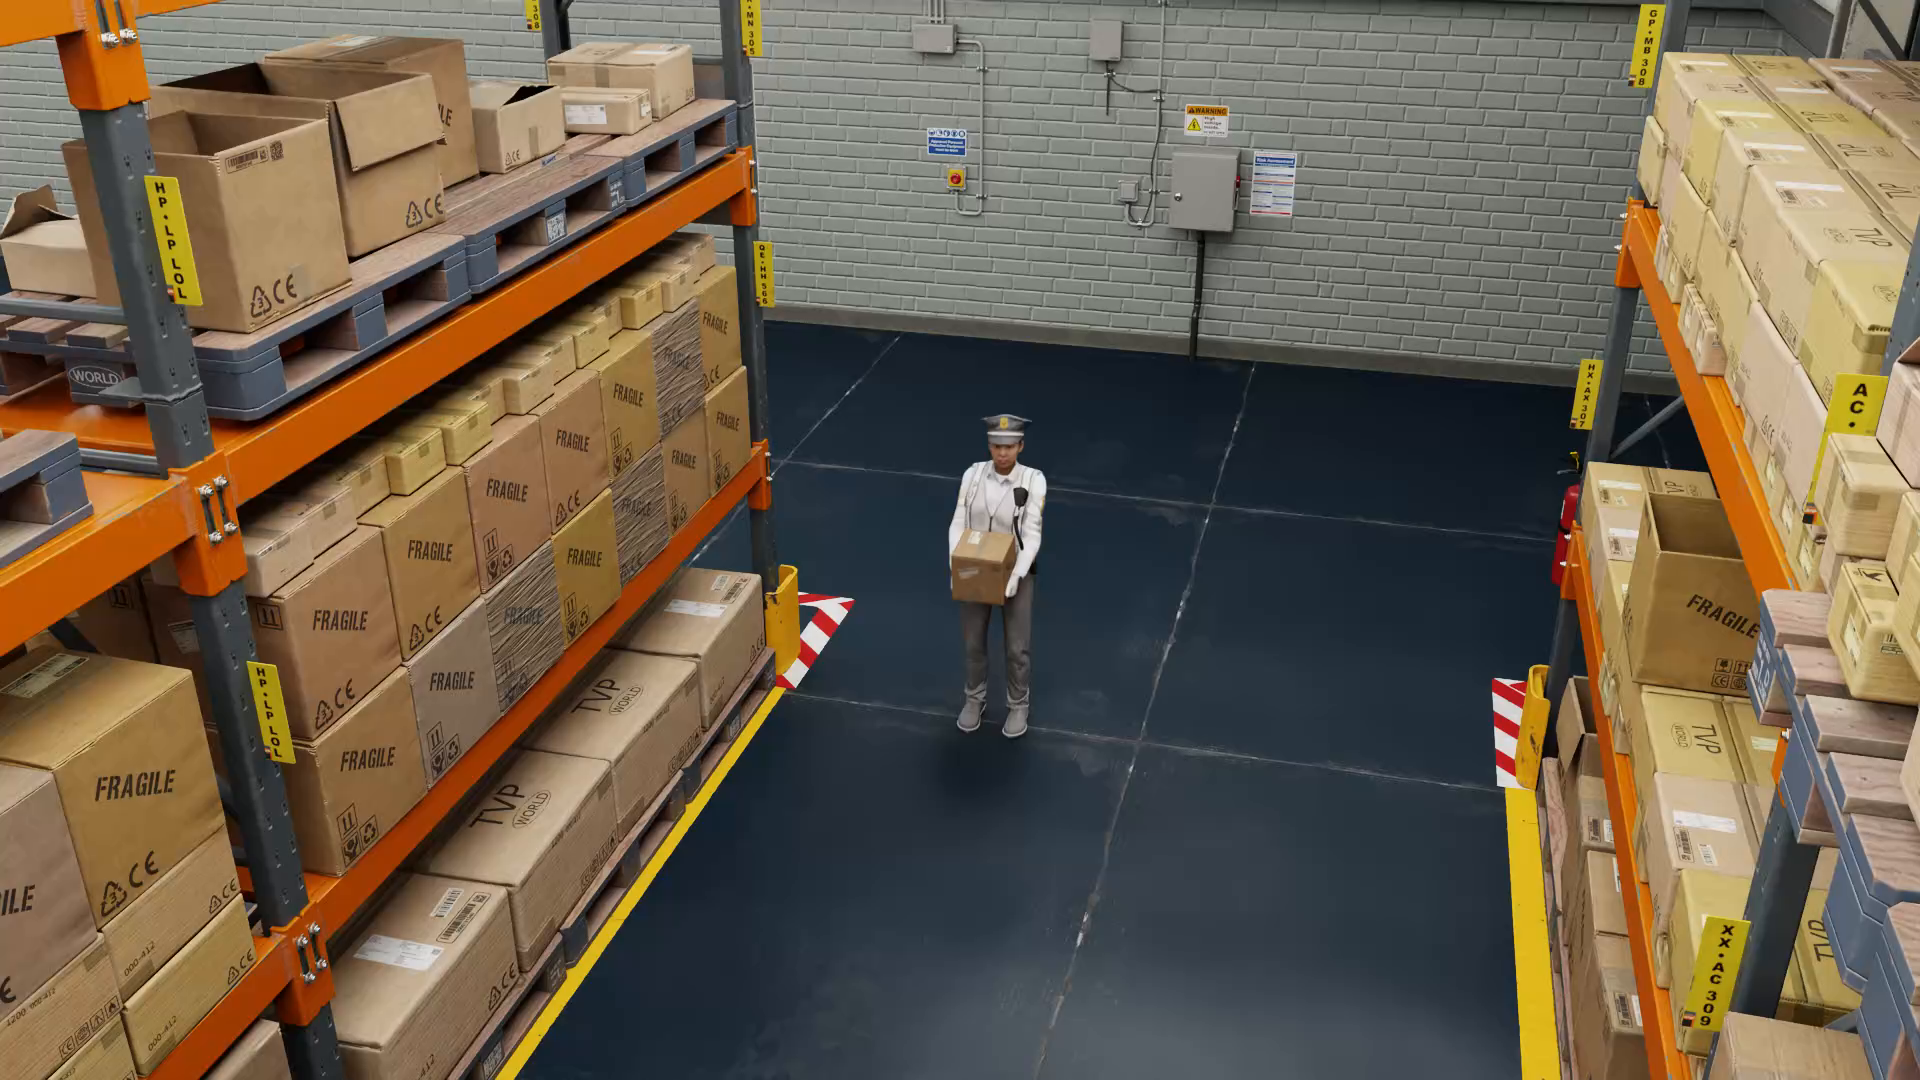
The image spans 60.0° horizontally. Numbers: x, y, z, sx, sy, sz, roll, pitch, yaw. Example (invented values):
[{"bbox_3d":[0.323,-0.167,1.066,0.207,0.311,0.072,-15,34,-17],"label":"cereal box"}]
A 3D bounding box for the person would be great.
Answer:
[{"bbox_3d":[0.167,0.196,8.172,0.458,1.686,0.558,7,26,14],"label":"person"}]
